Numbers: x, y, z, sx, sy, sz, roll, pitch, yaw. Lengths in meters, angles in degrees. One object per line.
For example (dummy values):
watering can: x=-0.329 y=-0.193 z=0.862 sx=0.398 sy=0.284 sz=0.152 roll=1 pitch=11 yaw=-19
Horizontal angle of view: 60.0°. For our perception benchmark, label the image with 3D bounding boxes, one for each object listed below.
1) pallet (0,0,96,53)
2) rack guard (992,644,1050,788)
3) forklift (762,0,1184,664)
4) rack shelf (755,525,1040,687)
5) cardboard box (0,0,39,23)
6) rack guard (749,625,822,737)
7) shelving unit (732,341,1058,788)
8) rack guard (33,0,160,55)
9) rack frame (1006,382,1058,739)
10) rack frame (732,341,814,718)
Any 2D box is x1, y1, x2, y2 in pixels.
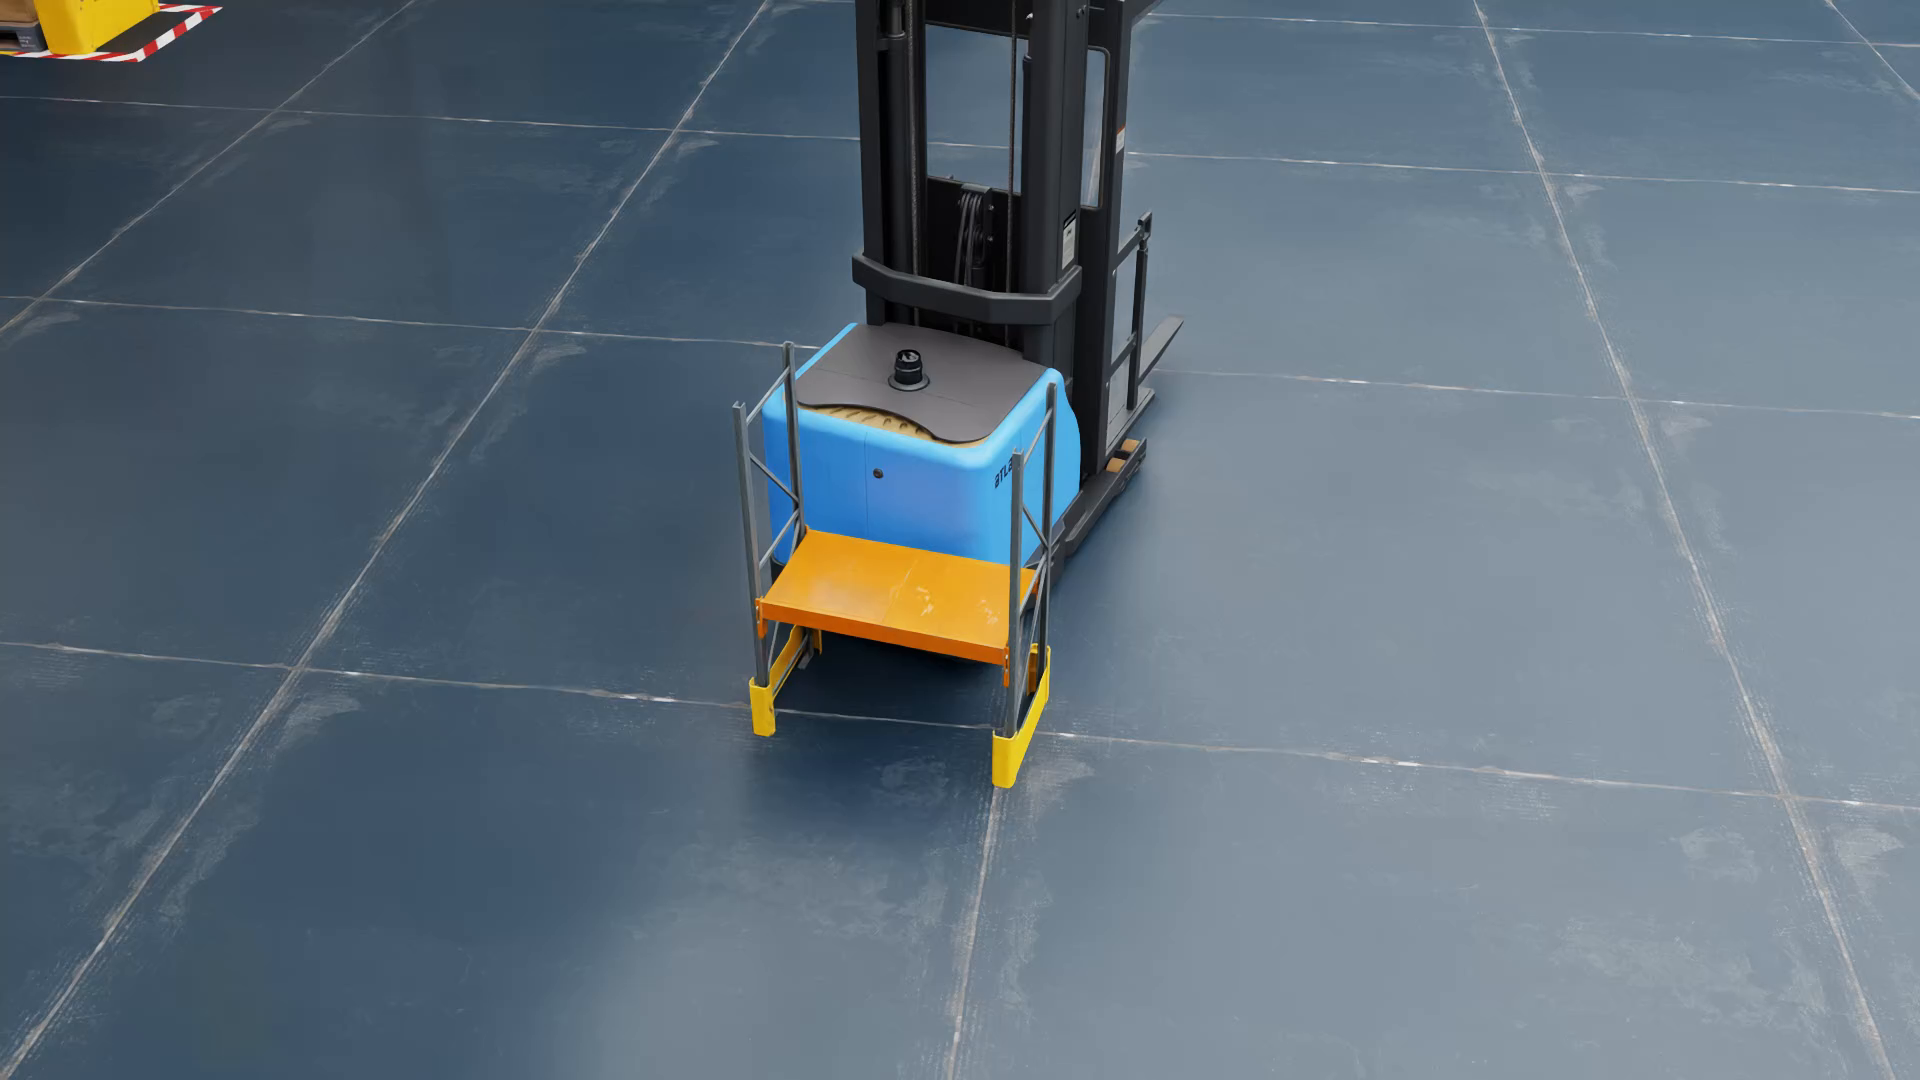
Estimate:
pallet: x=-7.799 y=-4.266 z=13.546 sx=1.213 sy=0.211 sz=1.003 roll=4 pitch=36 yaw=6
rack guard: x=0.244 y=0.688 z=6.571 sx=0.087 sy=0.250 sz=0.587 roll=10 pitch=37 yaw=14
forklift: x=0.270 y=-1.524 z=7.362 sx=1.130 sy=2.935 sz=3.031 roll=15 pitch=38 yaw=20
rack shelf: x=-0.223 y=0.242 z=6.429 sx=1.000 sy=0.185 sz=0.538 roll=10 pitch=37 yaw=14
cardboard box: x=-7.677 y=-4.705 z=13.228 sx=0.875 sy=0.875 sz=0.875 roll=4 pitch=36 yaw=6
rack guard: x=-0.708 y=0.518 z=6.809 sx=0.087 sy=0.250 sz=0.587 roll=10 pitch=37 yaw=14
shelving unit: x=-0.232 y=0.094 z=6.327 sx=1.083 sy=1.500 sz=0.587 roll=10 pitch=37 yaw=14
rack guard: x=-6.972 y=-4.368 z=13.440 sx=0.348 sy=0.500 sz=1.175 roll=4 pitch=36 yaw=6
rack frame: x=0.262 y=0.183 z=6.203 sx=0.032 sy=1.500 sz=0.500 roll=10 pitch=37 yaw=14
rack frame: x=-0.709 y=0.009 z=6.447 sx=0.032 sy=1.500 sz=0.500 roll=10 pitch=37 yaw=14
